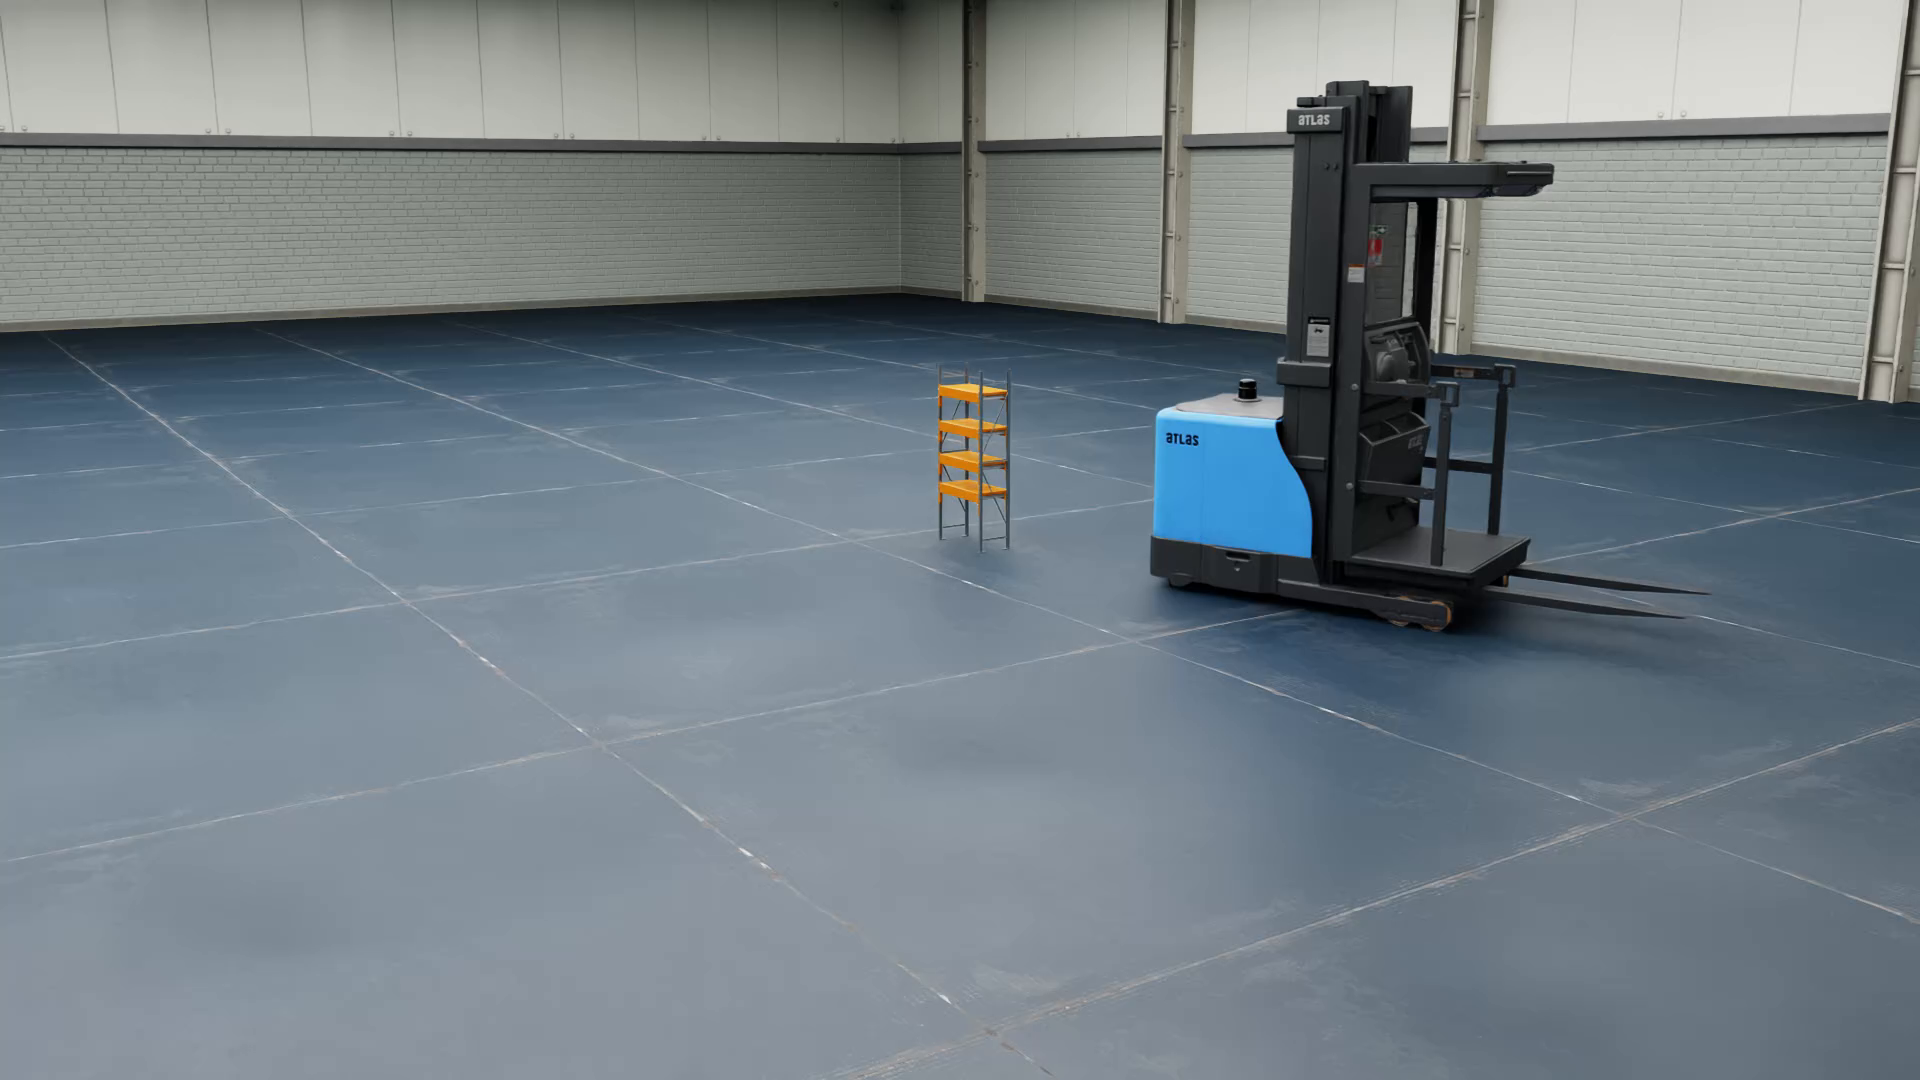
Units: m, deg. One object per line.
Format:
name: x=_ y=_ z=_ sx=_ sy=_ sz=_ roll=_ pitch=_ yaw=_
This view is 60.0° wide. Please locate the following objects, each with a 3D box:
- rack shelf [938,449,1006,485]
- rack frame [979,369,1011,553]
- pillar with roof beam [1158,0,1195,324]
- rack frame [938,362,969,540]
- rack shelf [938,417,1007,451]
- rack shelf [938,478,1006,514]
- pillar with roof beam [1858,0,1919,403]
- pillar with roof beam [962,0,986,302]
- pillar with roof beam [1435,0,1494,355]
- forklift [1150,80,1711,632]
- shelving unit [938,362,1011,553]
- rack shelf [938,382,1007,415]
rack shelf: x=0.092 y=-0.491 z=11.113 sx=0.258 sy=0.148 sz=0.480 roll=-8 pitch=15 yaw=-33
rack frame: x=0.227 y=-0.513 z=10.901 sx=0.240 sy=1.200 sz=0.015 roll=-8 pitch=15 yaw=-33
pillar with roof beam: x=0.011 y=-7.573 z=24.929 sx=9.100 sy=9.000 sz=0.400 roll=-8 pitch=15 yaw=-33
rack frame: x=-0.043 y=-0.600 z=11.297 sx=0.240 sy=1.200 sz=0.015 roll=-8 pitch=15 yaw=-33
rack shelf: x=0.092 y=-0.710 z=11.066 sx=0.258 sy=0.148 sz=0.480 roll=-8 pitch=15 yaw=-33
rack shelf: x=0.092 y=-0.297 z=11.156 sx=0.258 sy=0.148 sz=0.480 roll=-8 pitch=15 yaw=-33
pillar with roof beam: x=6.660 y=-5.439 z=15.170 sx=9.100 sy=9.000 sz=0.400 roll=-8 pitch=15 yaw=-33
pillar with roof beam: x=-3.313 y=-8.640 z=29.809 sx=9.100 sy=9.000 sz=0.400 roll=-8 pitch=15 yaw=-33
pillar with roof beam: x=3.336 y=-6.506 z=20.050 sx=9.100 sy=9.000 sz=0.400 roll=-8 pitch=15 yaw=-33
forklift: x=2.654 y=-1.061 z=9.351 sx=3.031 sy=2.935 sz=1.130 roll=8 pitch=15 yaw=34
shelving unit: x=0.092 y=-0.557 z=11.099 sx=0.258 sy=1.200 sz=0.503 roll=-8 pitch=15 yaw=-33
rack shelf: x=0.092 y=-0.941 z=11.015 sx=0.258 sy=0.148 sz=0.480 roll=-8 pitch=15 yaw=-33
